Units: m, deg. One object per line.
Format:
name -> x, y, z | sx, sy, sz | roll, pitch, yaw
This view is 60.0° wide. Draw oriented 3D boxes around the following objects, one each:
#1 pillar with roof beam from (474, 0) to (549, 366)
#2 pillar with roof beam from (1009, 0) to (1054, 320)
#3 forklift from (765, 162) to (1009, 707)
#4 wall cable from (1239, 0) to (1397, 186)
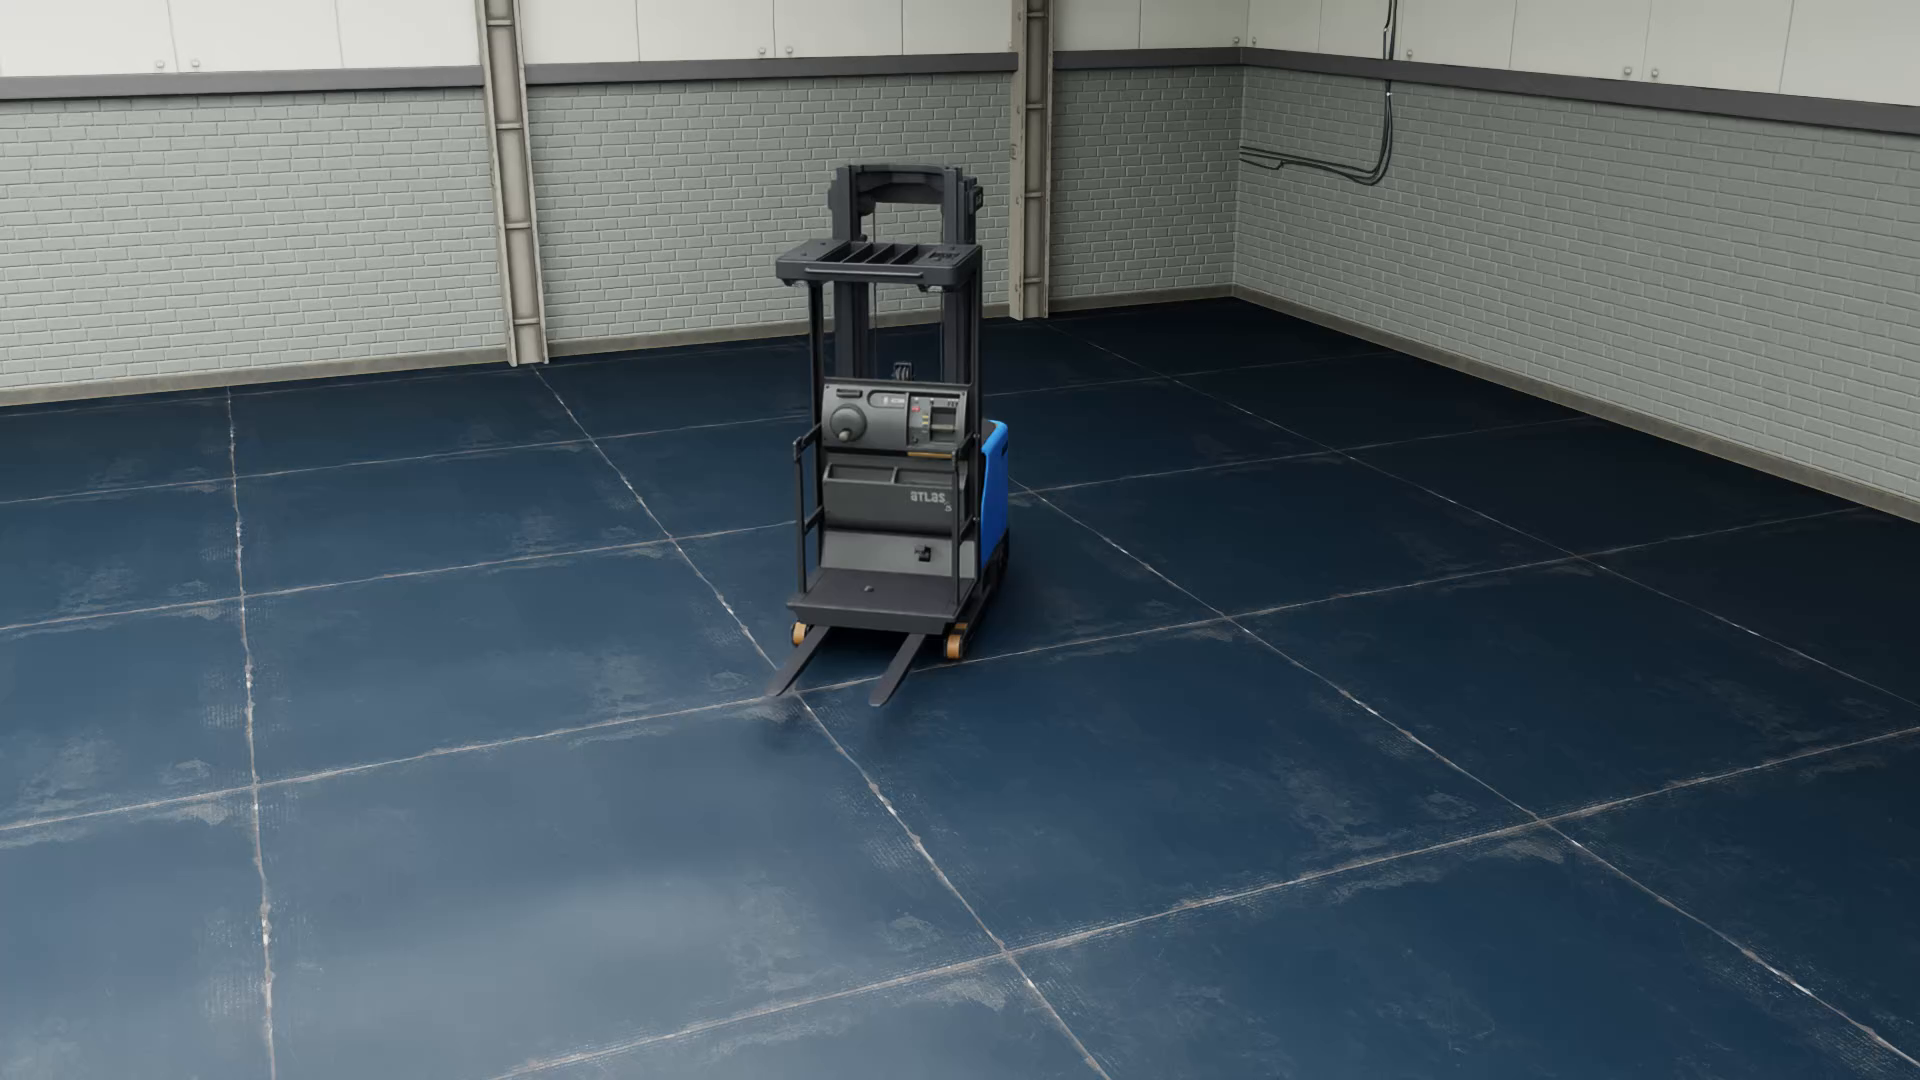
pillar with roof beam -> -2.970, -4.864, 12.785 | 0.400, 9.000, 9.100 | -8, 21, -22
pillar with roof beam -> 2.539, -5.653, 15.027 | 0.400, 9.000, 9.100 | -8, 21, -22
forklift -> -0.456, -0.765, 10.282 | 1.130, 2.935, 3.031 | 4, 20, 11
wall cable -> 4.063, -5.485, 19.227 | 0.112, 2.526, 3.097 | -8, 21, -22
